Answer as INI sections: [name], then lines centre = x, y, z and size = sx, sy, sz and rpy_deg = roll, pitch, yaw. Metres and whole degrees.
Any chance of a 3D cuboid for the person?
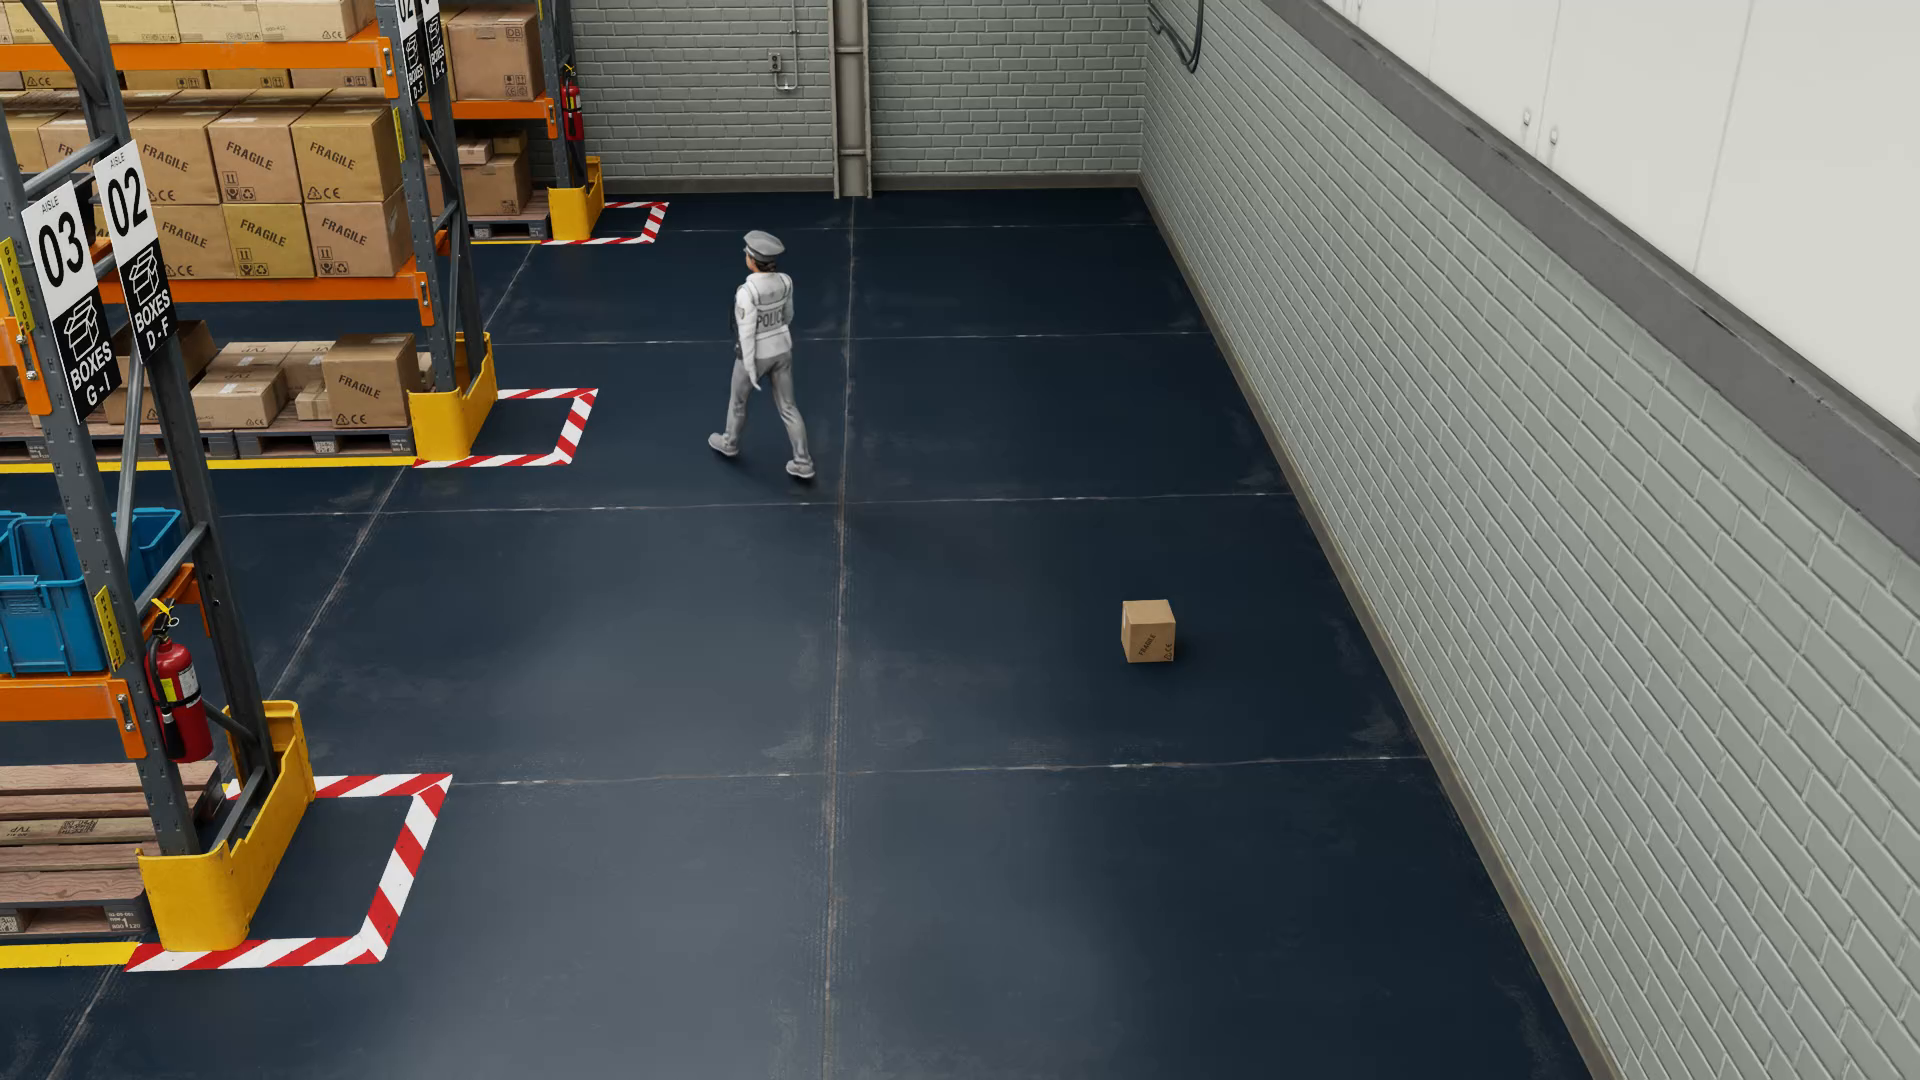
[person]
centre = -1.323, -1.263, 10.974
size = 0.498, 1.630, 0.968
rpy_deg = -22, 35, -35
